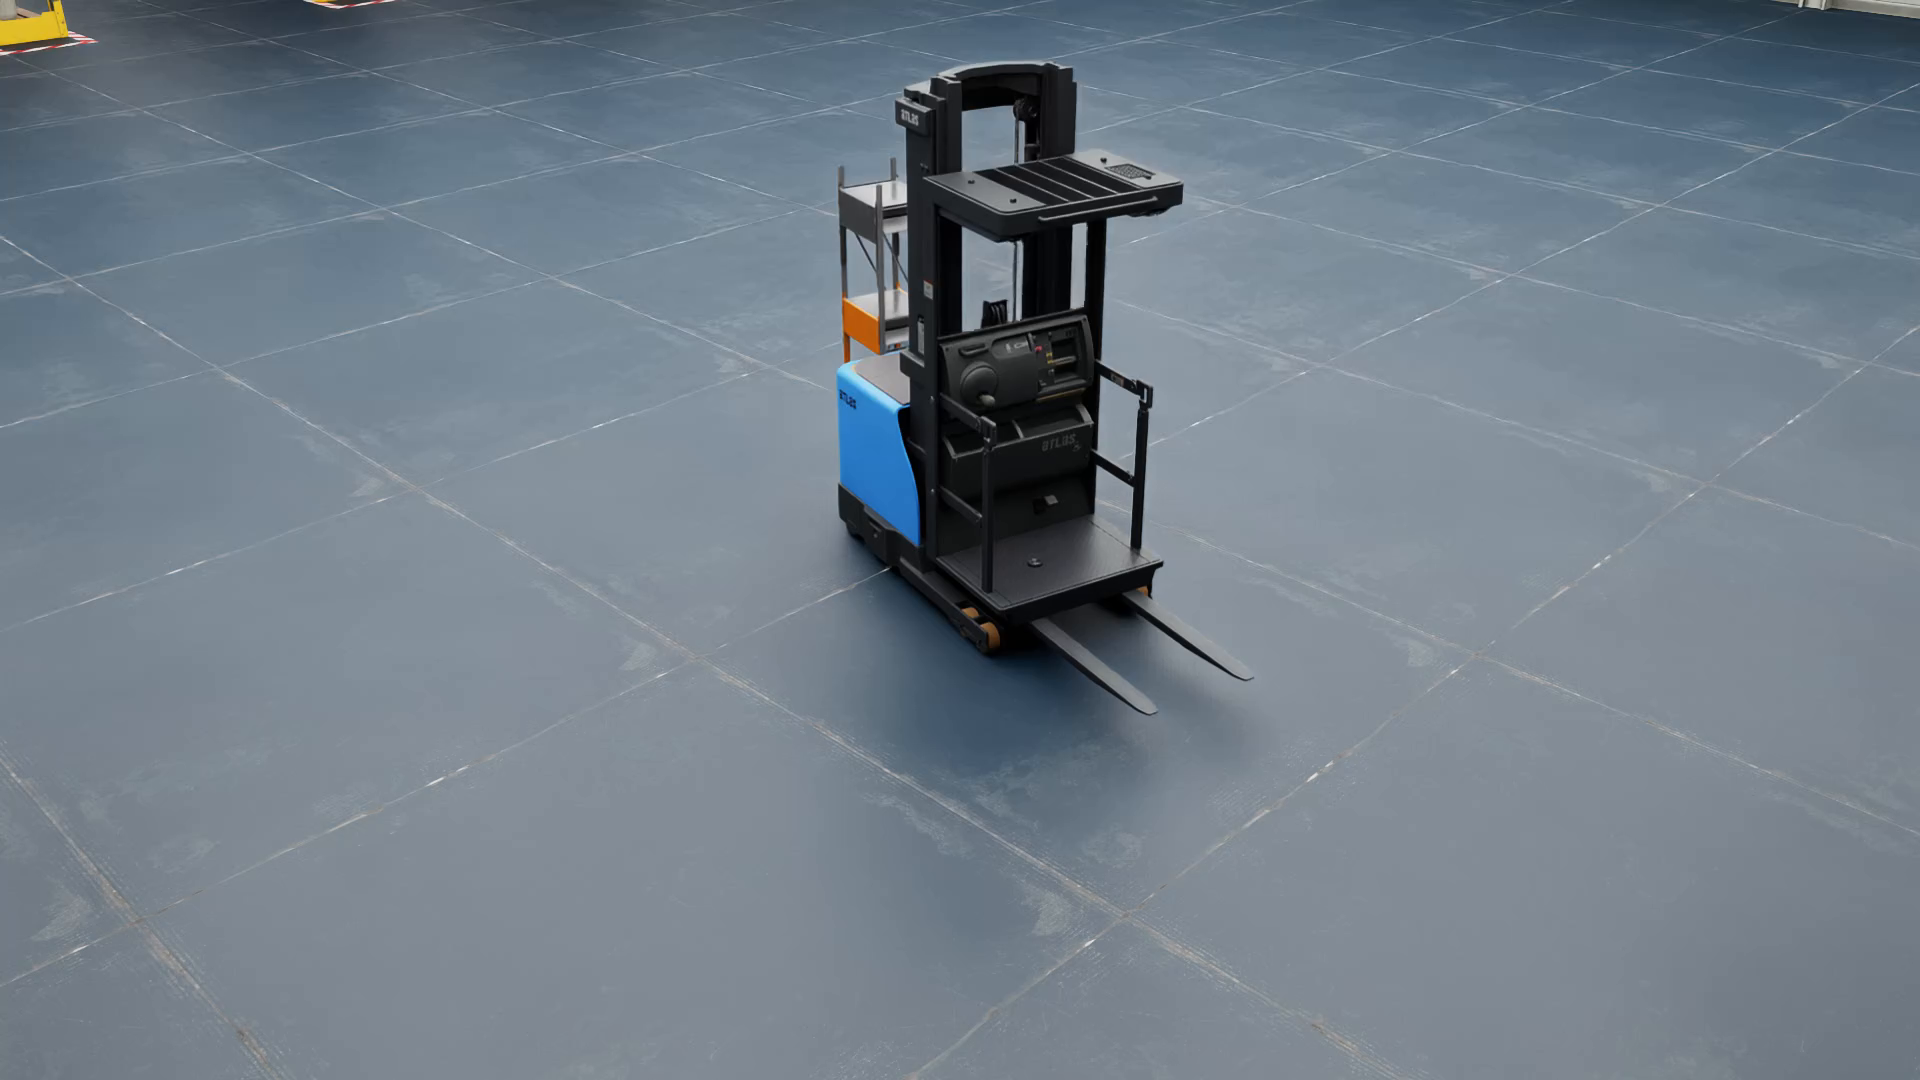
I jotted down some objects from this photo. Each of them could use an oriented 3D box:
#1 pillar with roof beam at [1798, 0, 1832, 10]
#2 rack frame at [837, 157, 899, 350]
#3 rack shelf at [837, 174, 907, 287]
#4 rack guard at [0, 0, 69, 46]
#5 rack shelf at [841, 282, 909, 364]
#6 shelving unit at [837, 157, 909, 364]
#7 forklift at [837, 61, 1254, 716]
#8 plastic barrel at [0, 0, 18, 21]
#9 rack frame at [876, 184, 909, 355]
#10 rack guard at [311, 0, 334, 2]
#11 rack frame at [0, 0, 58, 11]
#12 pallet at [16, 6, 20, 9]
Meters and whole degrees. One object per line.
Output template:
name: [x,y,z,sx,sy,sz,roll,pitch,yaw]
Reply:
pillar with roof beam: [10.471,-10.964,21.432,0.400,9.000,9.100,25,36,38]
rack frame: [-0.565,-1.375,10.610,0.400,2.100,0.015,-16,32,-27]
rack shelf: [-0.439,-1.886,10.105,0.431,0.518,0.480,-16,32,-27]
rack guard: [-13.467,-7.406,23.798,0.348,0.500,1.175,25,36,38]
rack shelf: [-0.439,-1.266,10.431,0.431,0.518,0.480,-16,32,-27]
shelving unit: [-0.439,-1.278,10.424,0.431,2.100,0.503,-16,32,-27]
forklift: [0.433,-0.927,8.864,1.130,2.935,3.031,-16,32,-27]
plastic barrel: [-13.902,-7.778,24.040,0.421,0.512,0.421,0,28,0]
rack frame: [-0.314,-1.181,10.239,0.400,2.100,0.015,-16,32,-27]
rack guard: [-9.961,-9.066,26.954,0.348,0.500,1.175,25,36,38]
rack frame: [-13.379,-8.503,23.199,0.127,3.000,1.000,25,36,38]
pallet: [-14.908,-7.943,25.130,1.213,0.211,1.003,25,36,38]
